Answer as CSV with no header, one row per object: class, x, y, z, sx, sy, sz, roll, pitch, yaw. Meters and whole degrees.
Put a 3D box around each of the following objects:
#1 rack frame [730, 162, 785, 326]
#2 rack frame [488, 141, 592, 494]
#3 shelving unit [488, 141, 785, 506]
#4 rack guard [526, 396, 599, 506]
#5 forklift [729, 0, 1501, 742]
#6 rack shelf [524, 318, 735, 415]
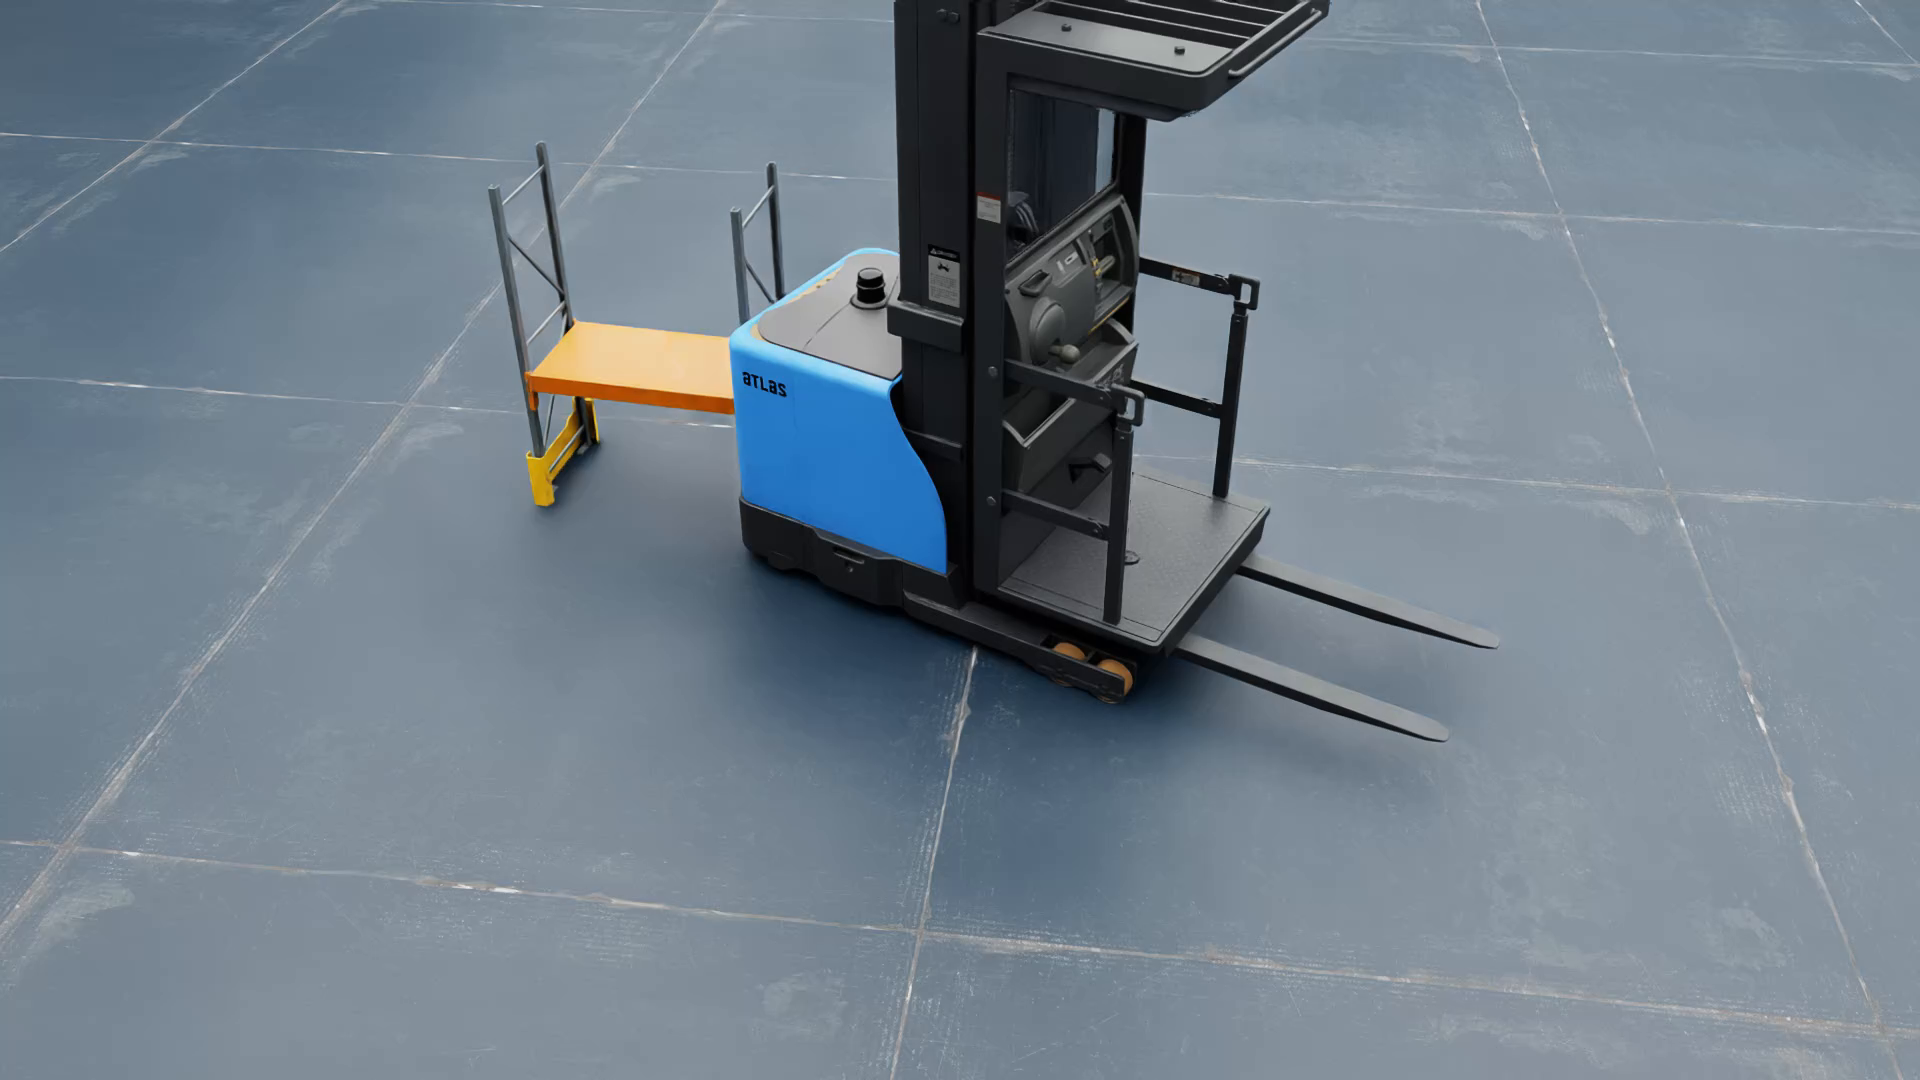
rack frame,-0.824,-0.805,7.087,0.032,1.500,0.500,7,36,10
rack frame,-1.817,-0.933,7.266,0.032,1.500,0.500,7,36,10
shelving unit,-1.330,-0.870,7.178,1.083,1.500,0.587,7,36,10
rack guard,-1.816,-0.424,7.629,0.087,0.250,0.587,7,36,10
forklift,0.596,-0.922,6.019,3.031,2.935,1.130,19,40,25
rack shelf,-1.321,-0.723,7.281,1.000,0.185,0.538,7,36,10
